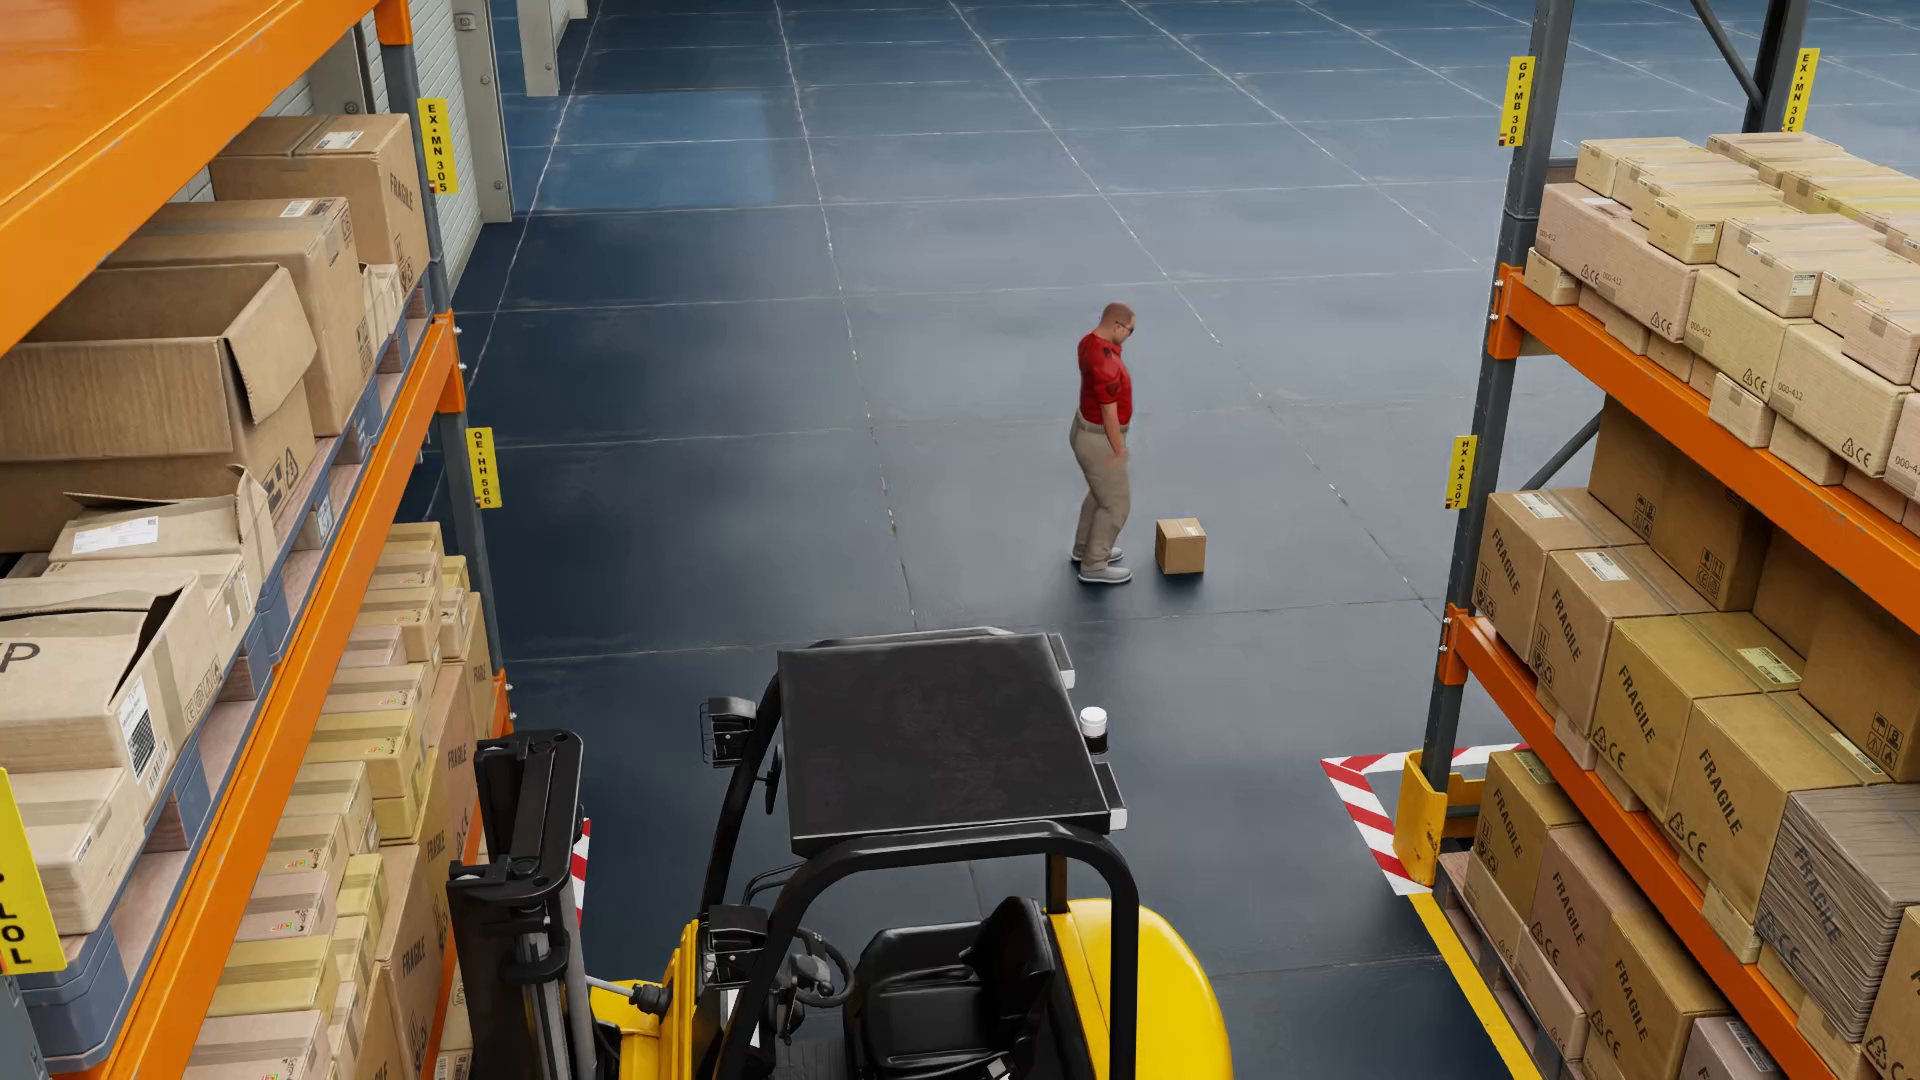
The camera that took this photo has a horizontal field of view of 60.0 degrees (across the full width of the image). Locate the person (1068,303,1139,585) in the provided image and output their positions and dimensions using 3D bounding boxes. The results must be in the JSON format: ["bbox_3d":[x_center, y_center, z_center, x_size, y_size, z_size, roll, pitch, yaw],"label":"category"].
[{"bbox_3d":[0.842,-0.583,9.833,0.396,1.694,0.550,-3,27,-6],"label":"person"}]
